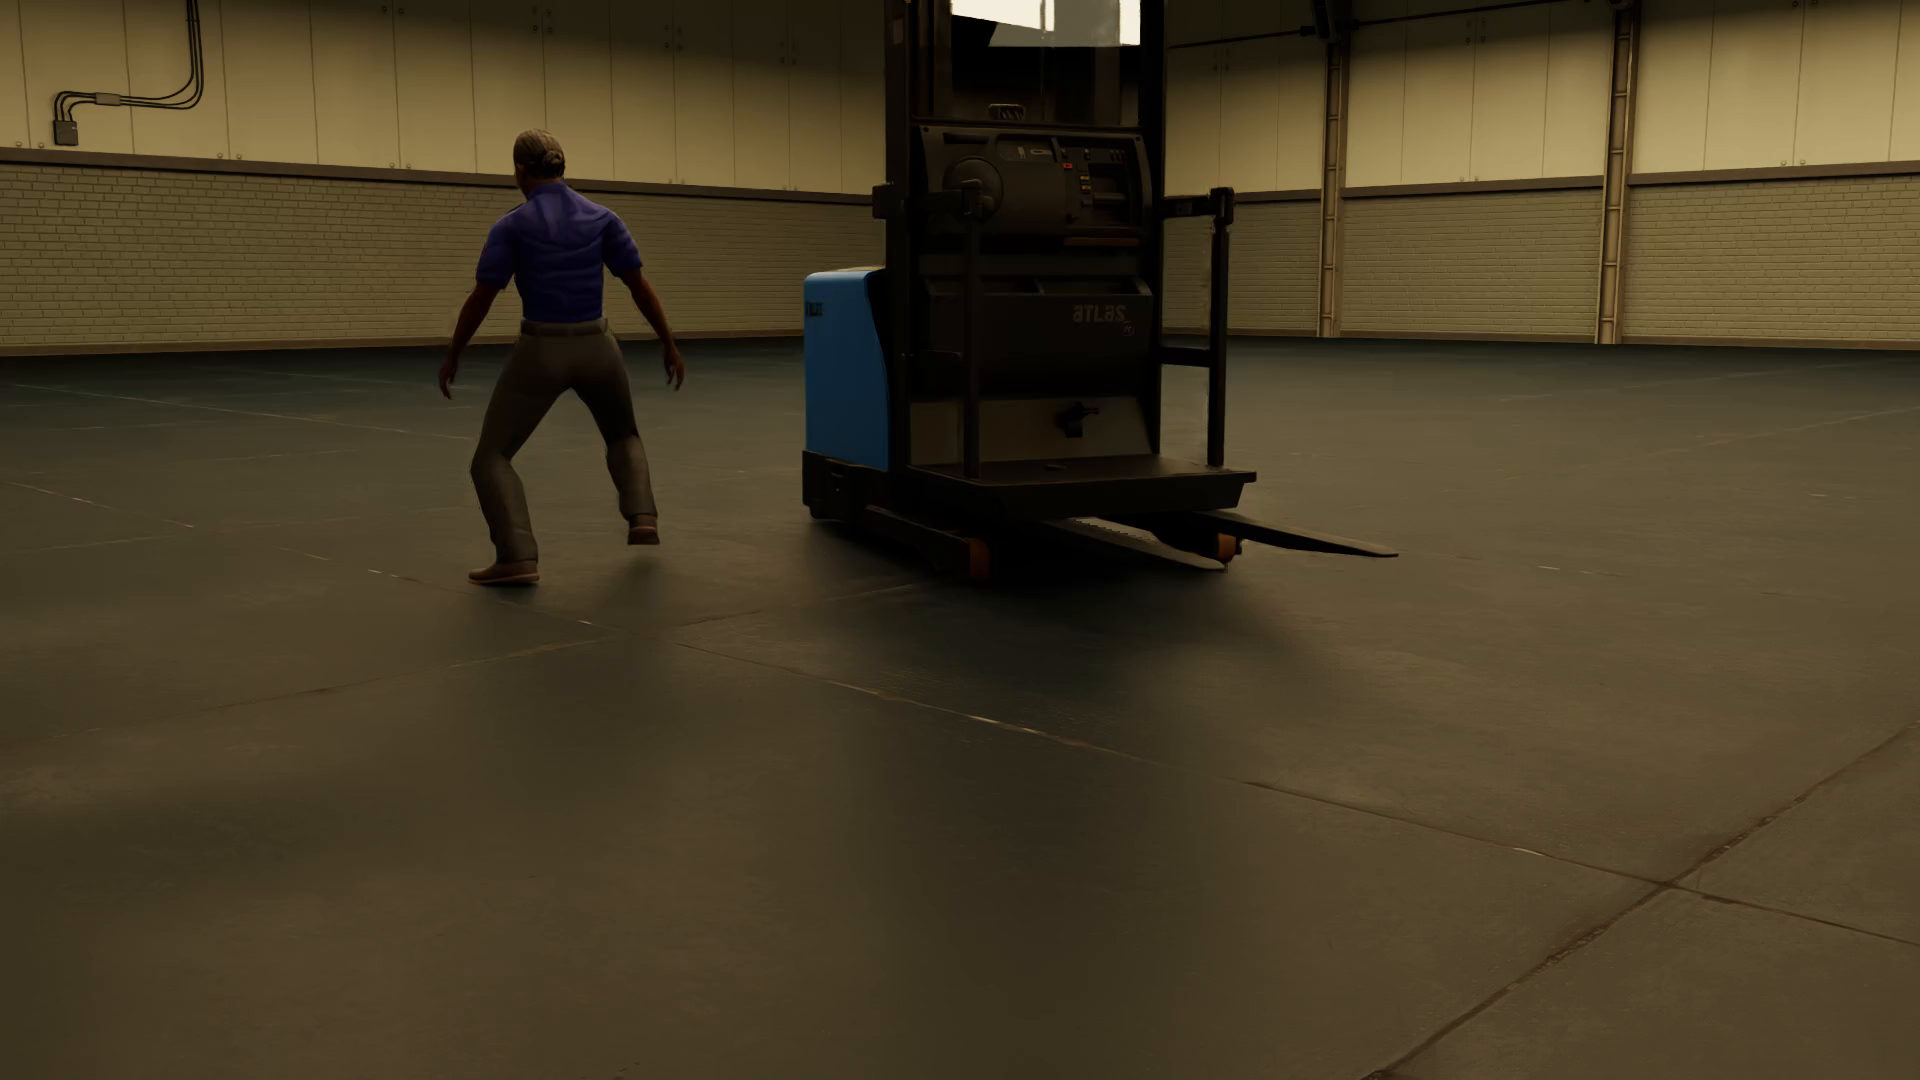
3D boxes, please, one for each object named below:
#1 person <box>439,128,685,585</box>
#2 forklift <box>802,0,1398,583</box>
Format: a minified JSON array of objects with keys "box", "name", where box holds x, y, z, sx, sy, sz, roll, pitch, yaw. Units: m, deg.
[{"box":[-1.394,-0.647,5.856,0.836,1.565,0.536,-4,9,-23],"name":"person"},{"box":[0.378,-1.372,5.982,1.130,2.935,3.031,-4,9,-24],"name":"forklift"}]
